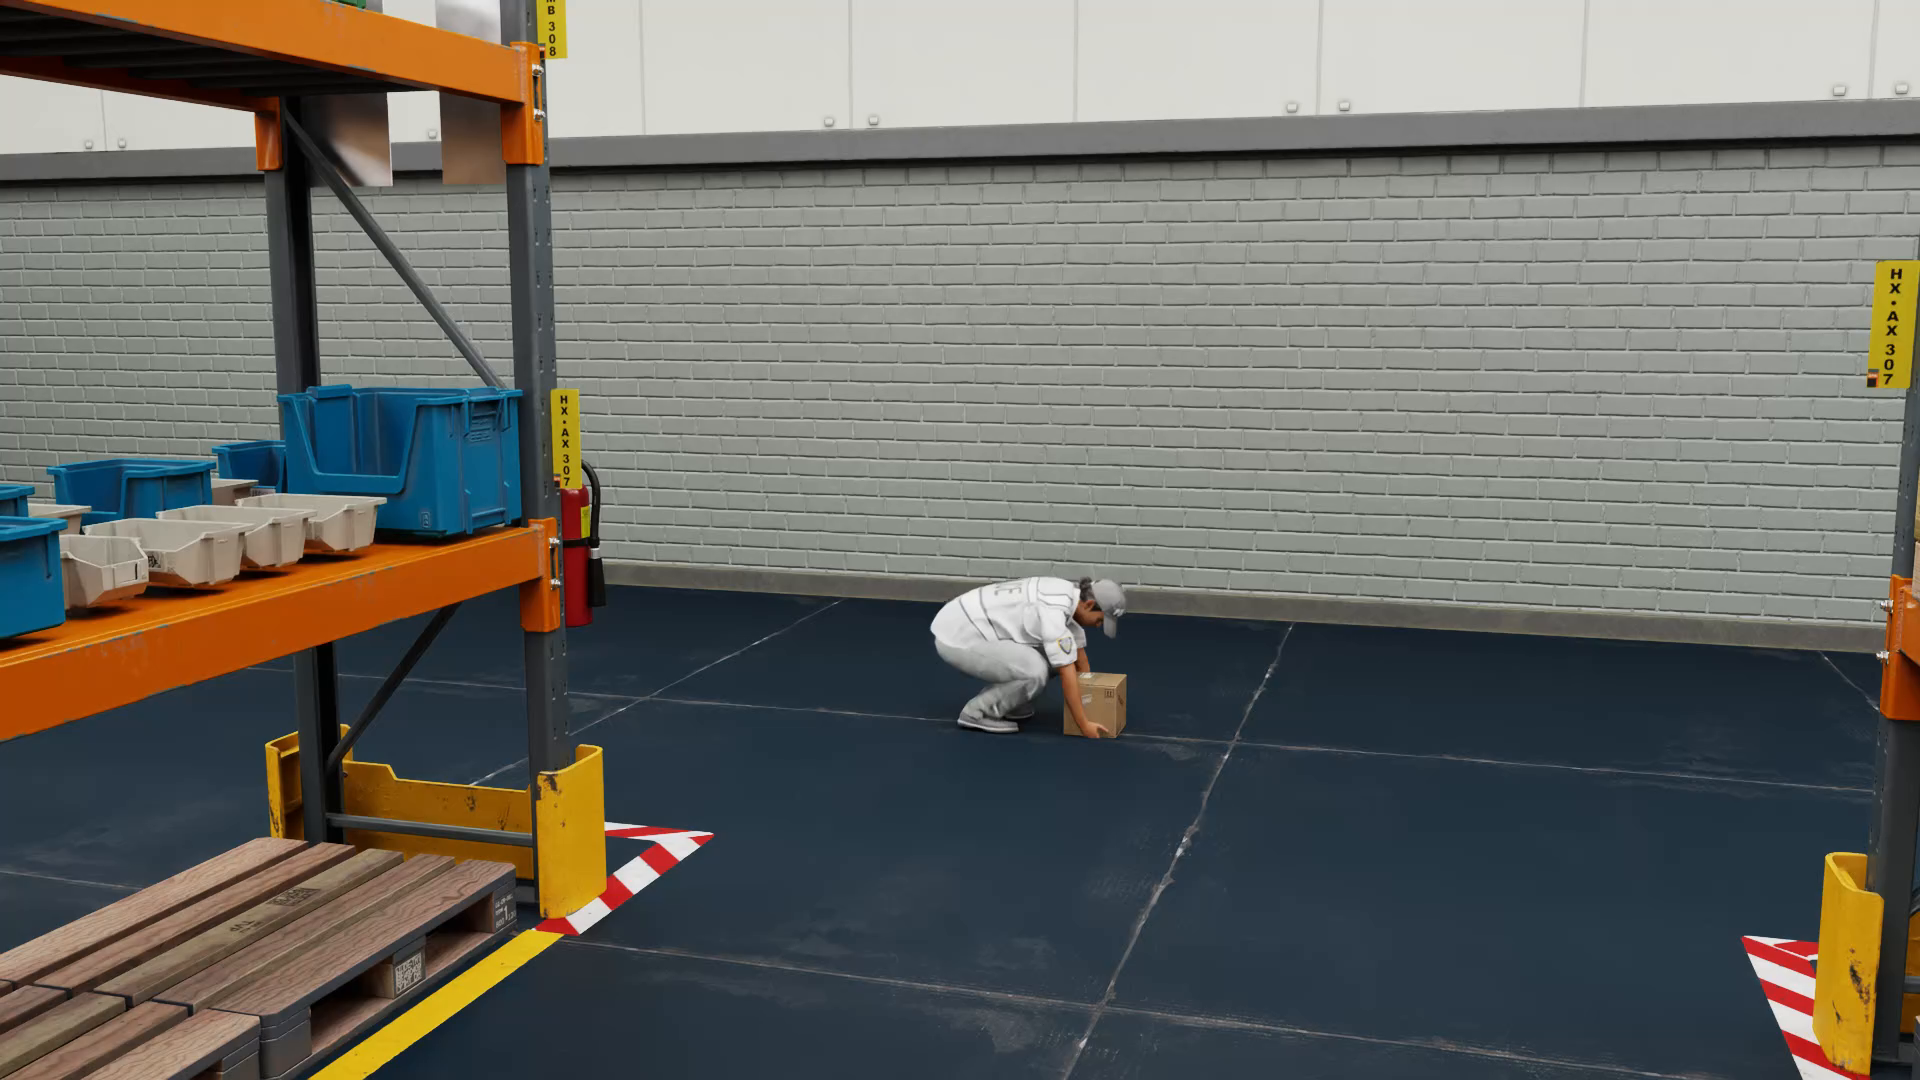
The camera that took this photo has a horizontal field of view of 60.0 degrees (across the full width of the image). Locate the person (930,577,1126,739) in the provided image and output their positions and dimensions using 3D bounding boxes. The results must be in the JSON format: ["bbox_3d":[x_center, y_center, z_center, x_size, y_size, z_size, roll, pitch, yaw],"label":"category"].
[{"bbox_3d":[0.329,0.553,7.949,0.919,0.762,0.513,2,9,15],"label":"person"}]
